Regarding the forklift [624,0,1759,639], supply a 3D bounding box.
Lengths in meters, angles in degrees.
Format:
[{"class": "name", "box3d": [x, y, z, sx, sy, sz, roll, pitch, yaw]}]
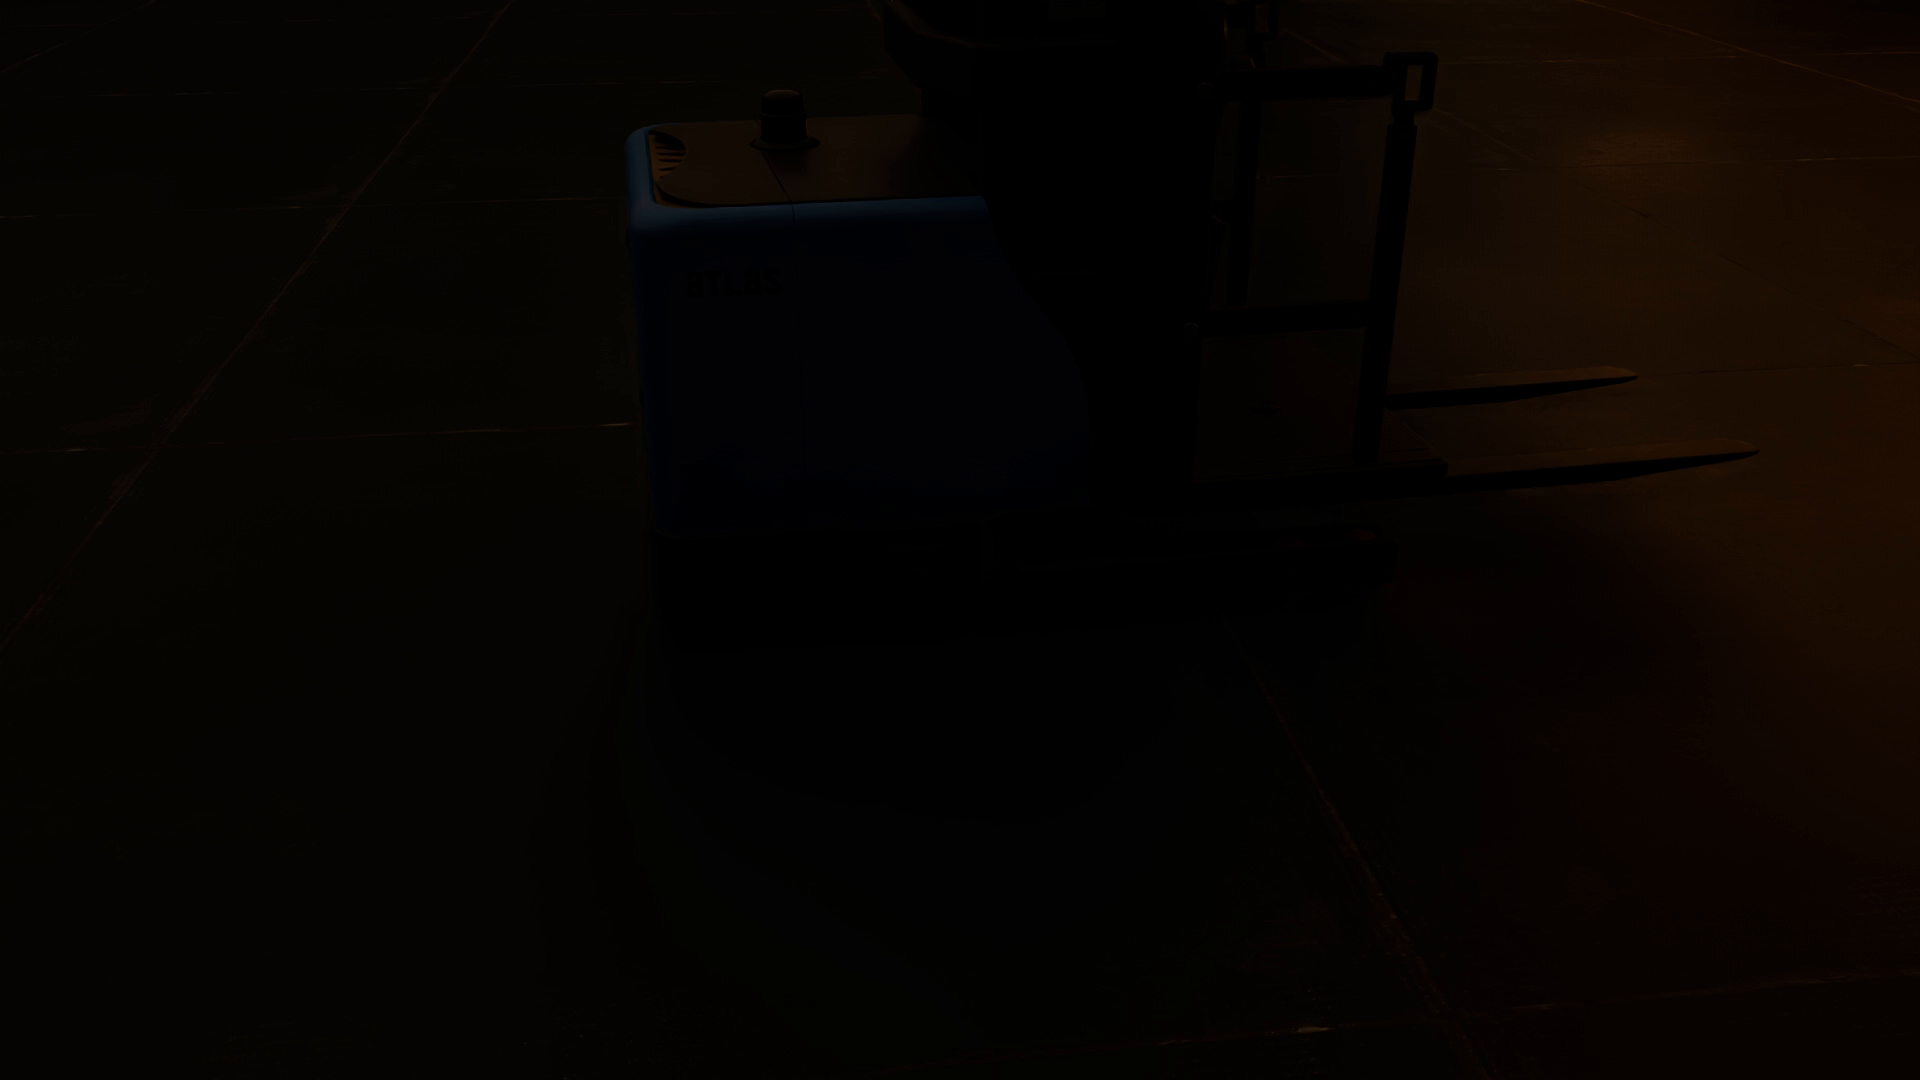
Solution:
[{"class": "forklift", "box3d": [0.665, -1.384, 4.101, 3.031, 2.935, 1.130, -5, 26, -10]}]
